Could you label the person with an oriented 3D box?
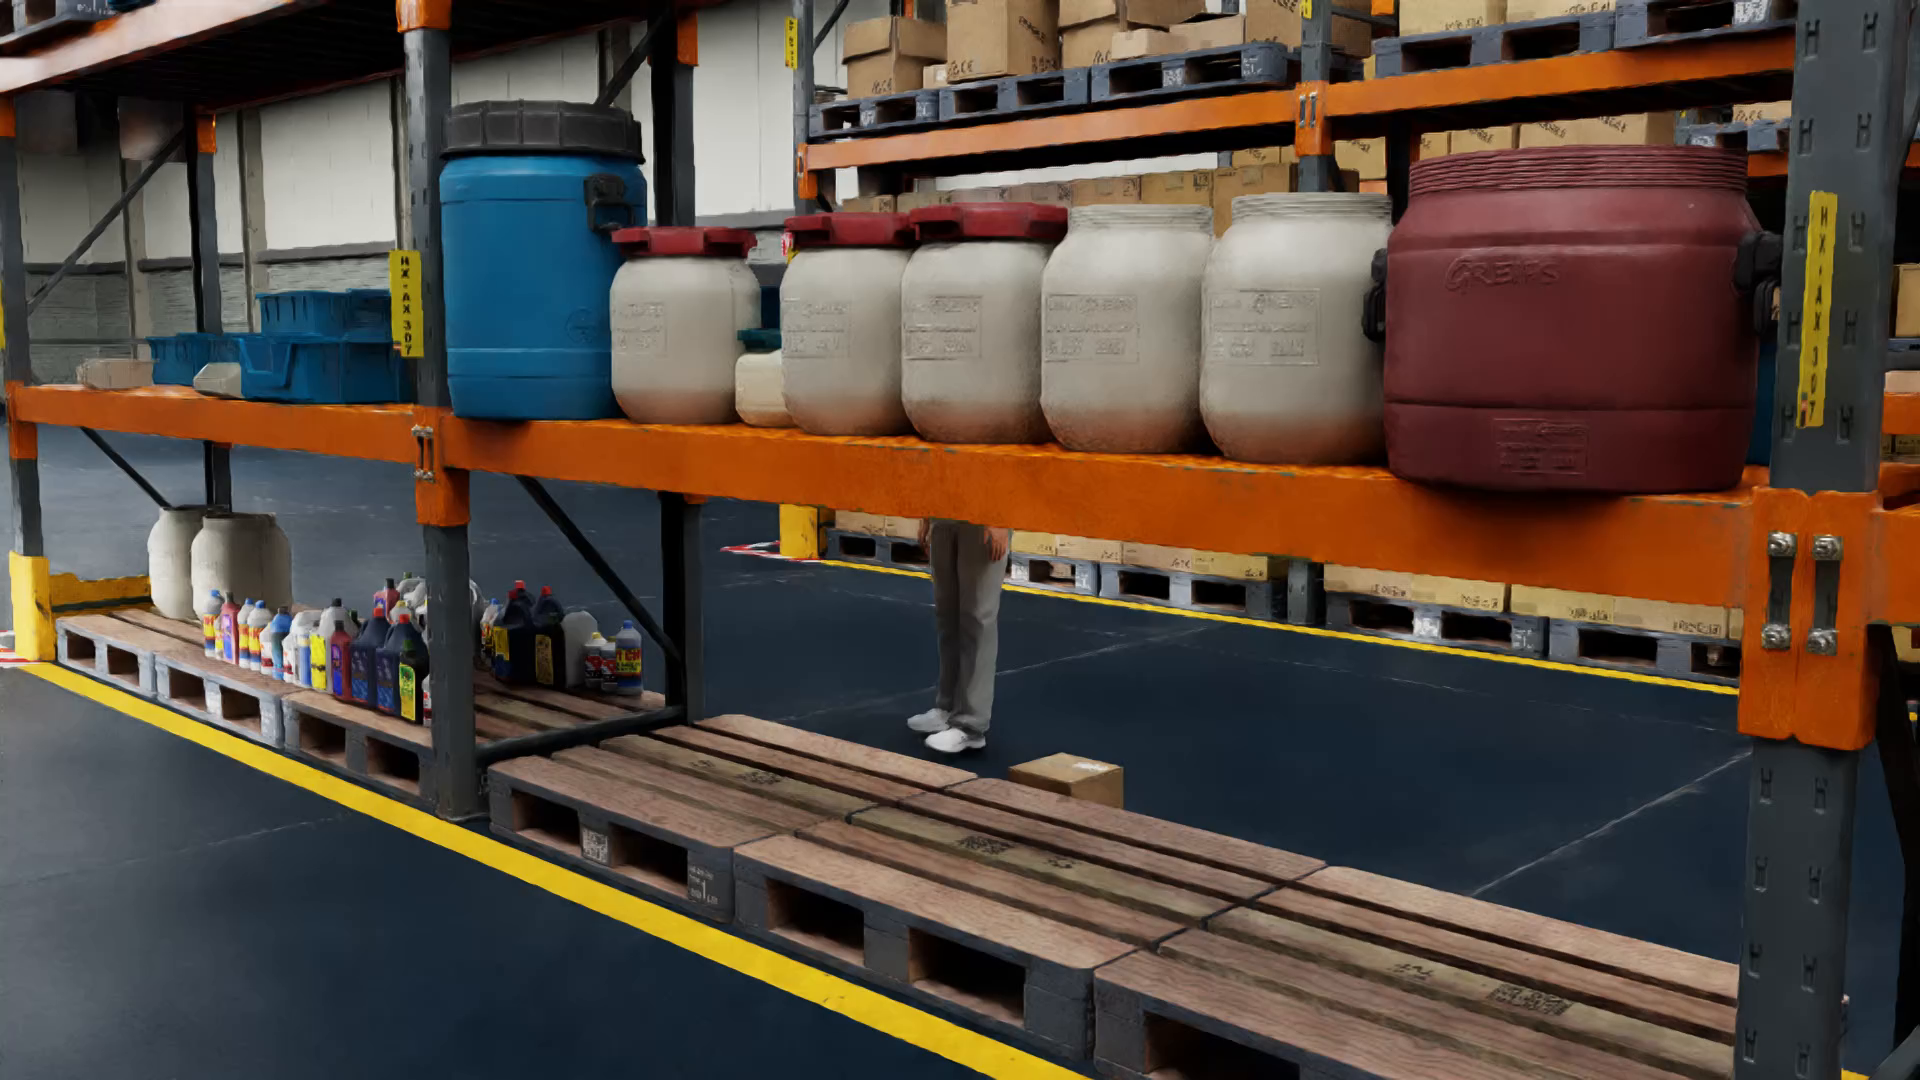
[{"bbox_3d":[-0.017,-0.066,6.164,0.544,1.670,0.518,7,10,43],"label":"person"}]
